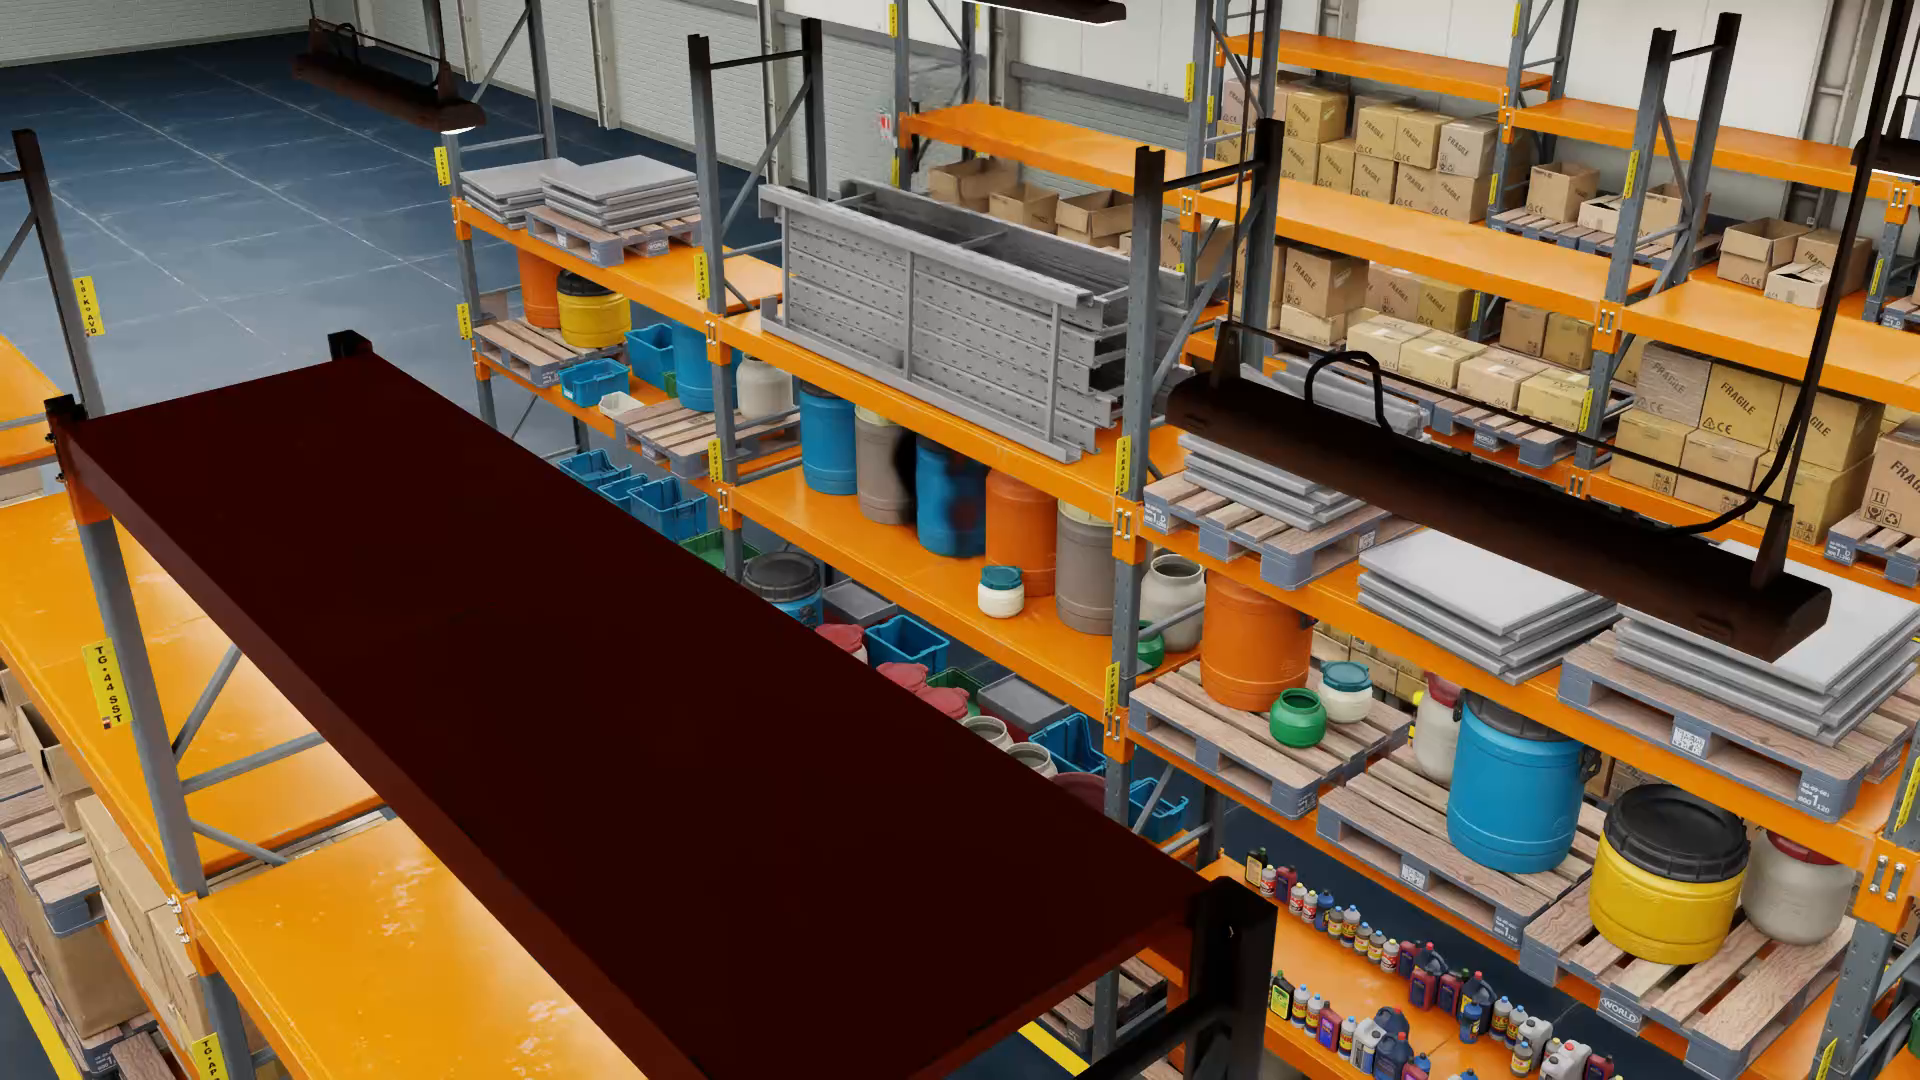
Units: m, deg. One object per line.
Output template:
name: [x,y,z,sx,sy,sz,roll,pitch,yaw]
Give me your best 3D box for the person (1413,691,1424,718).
person: [3.217,1.785,11.543,0.588,1.731,0.702,24,35,38]
